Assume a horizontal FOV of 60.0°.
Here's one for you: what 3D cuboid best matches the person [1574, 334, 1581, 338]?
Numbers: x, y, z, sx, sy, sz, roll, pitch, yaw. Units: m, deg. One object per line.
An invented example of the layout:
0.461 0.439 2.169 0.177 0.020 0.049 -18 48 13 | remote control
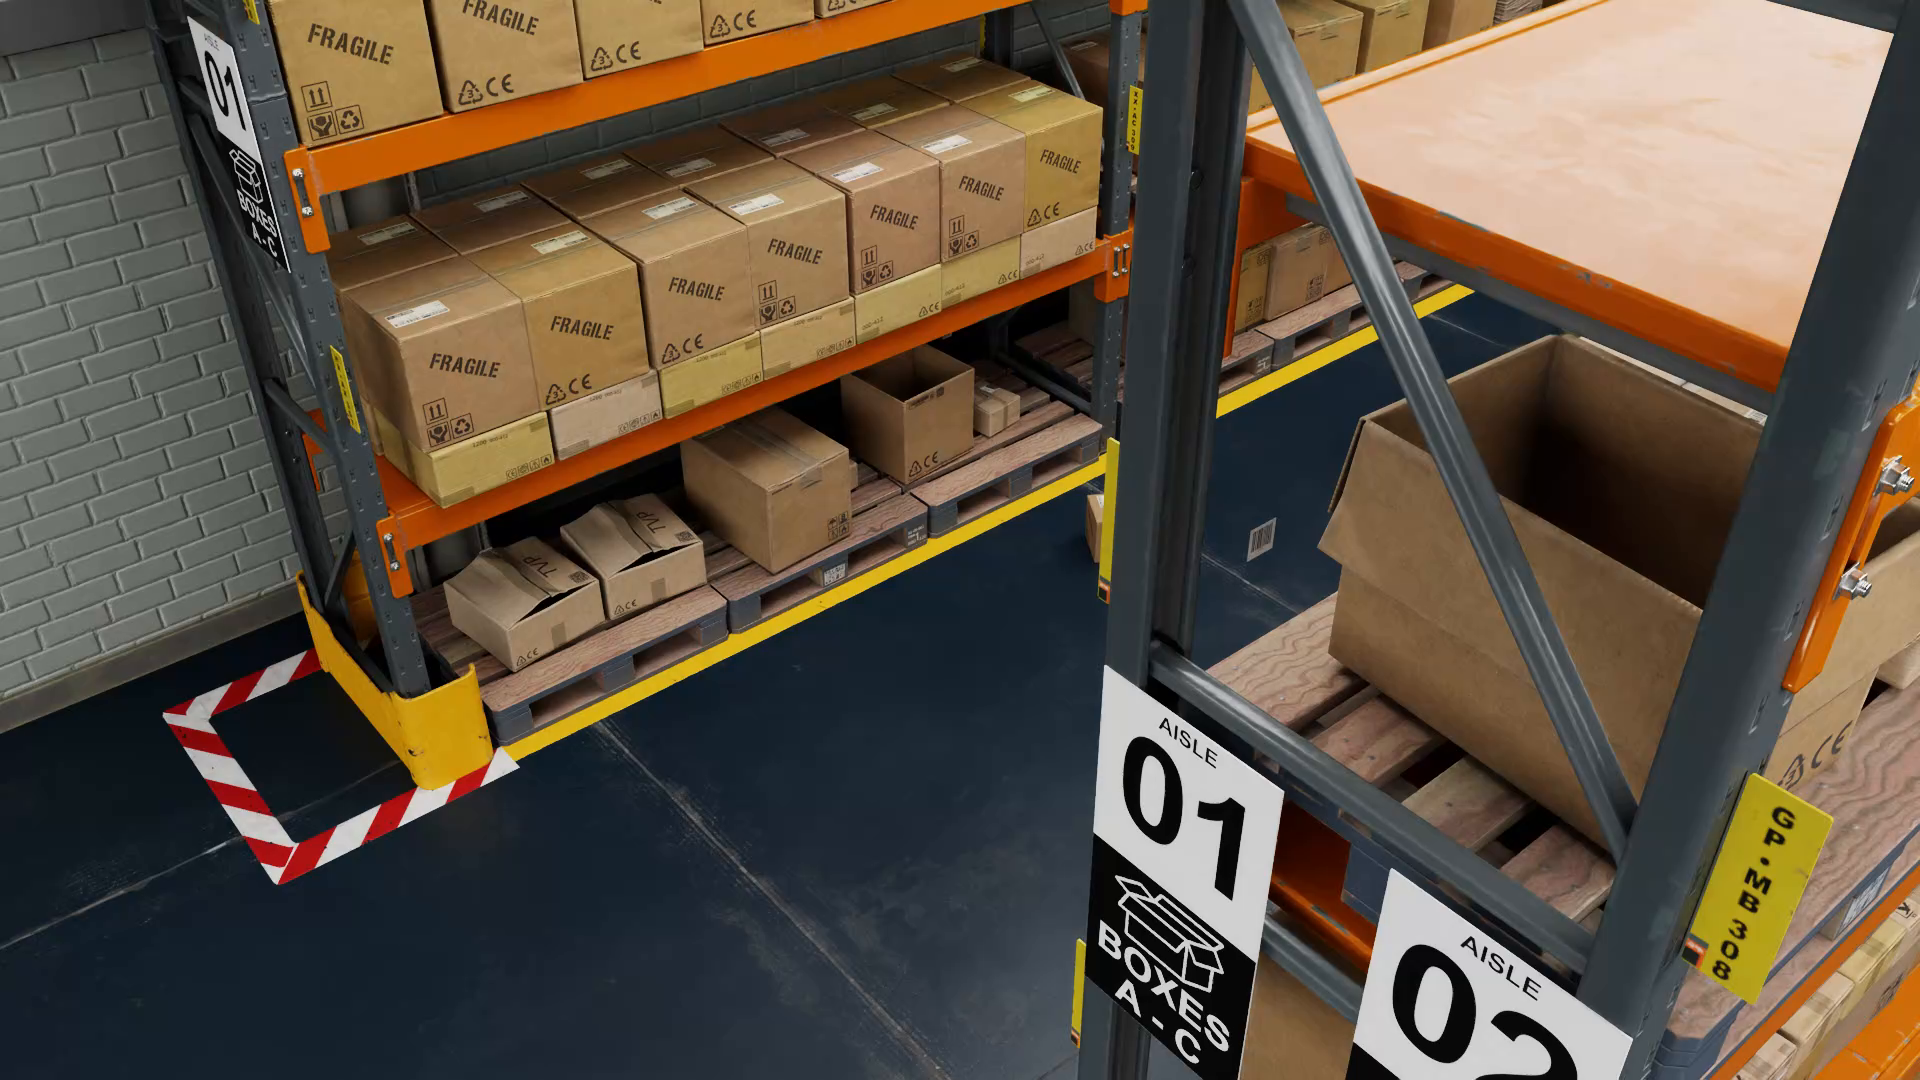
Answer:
3.858 -1.915 9.701 0.706 1.754 0.566 -23 42 -29 | person
